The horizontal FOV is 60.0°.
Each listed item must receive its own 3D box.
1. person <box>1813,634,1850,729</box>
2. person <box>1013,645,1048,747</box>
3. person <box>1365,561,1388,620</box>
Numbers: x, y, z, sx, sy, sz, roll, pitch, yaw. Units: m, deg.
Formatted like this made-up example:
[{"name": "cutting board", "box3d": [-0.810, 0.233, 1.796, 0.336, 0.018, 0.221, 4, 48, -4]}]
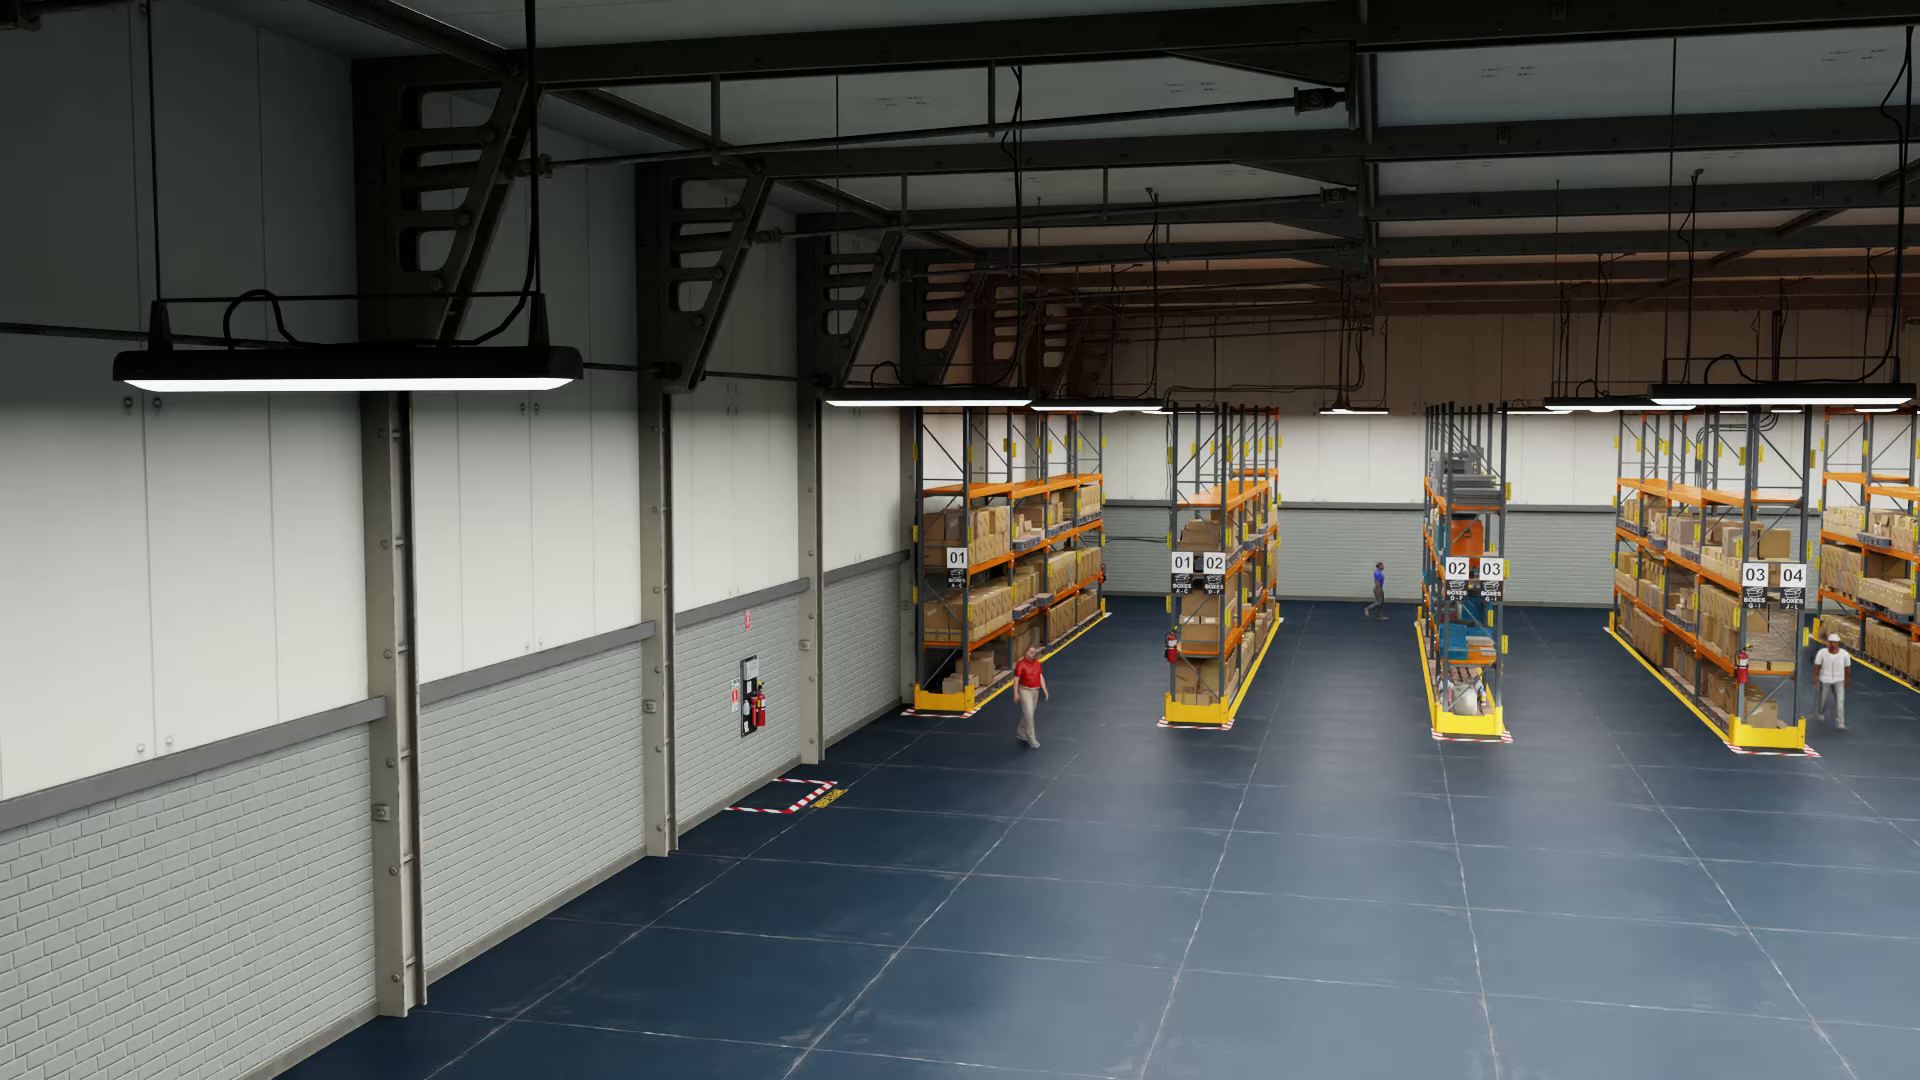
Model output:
[{"name": "person", "box3d": [16.080, 2.582, 30.667, 0.675, 1.702, 1.078, 1, 4, 12]}, {"name": "person", "box3d": [1.250, 2.703, 29.127, 0.824, 1.703, 0.594, 4, 6, 44]}, {"name": "person", "box3d": [11.759, 1.424, 46.914, 0.607, 1.650, 0.497, 2, 5, 24]}]
